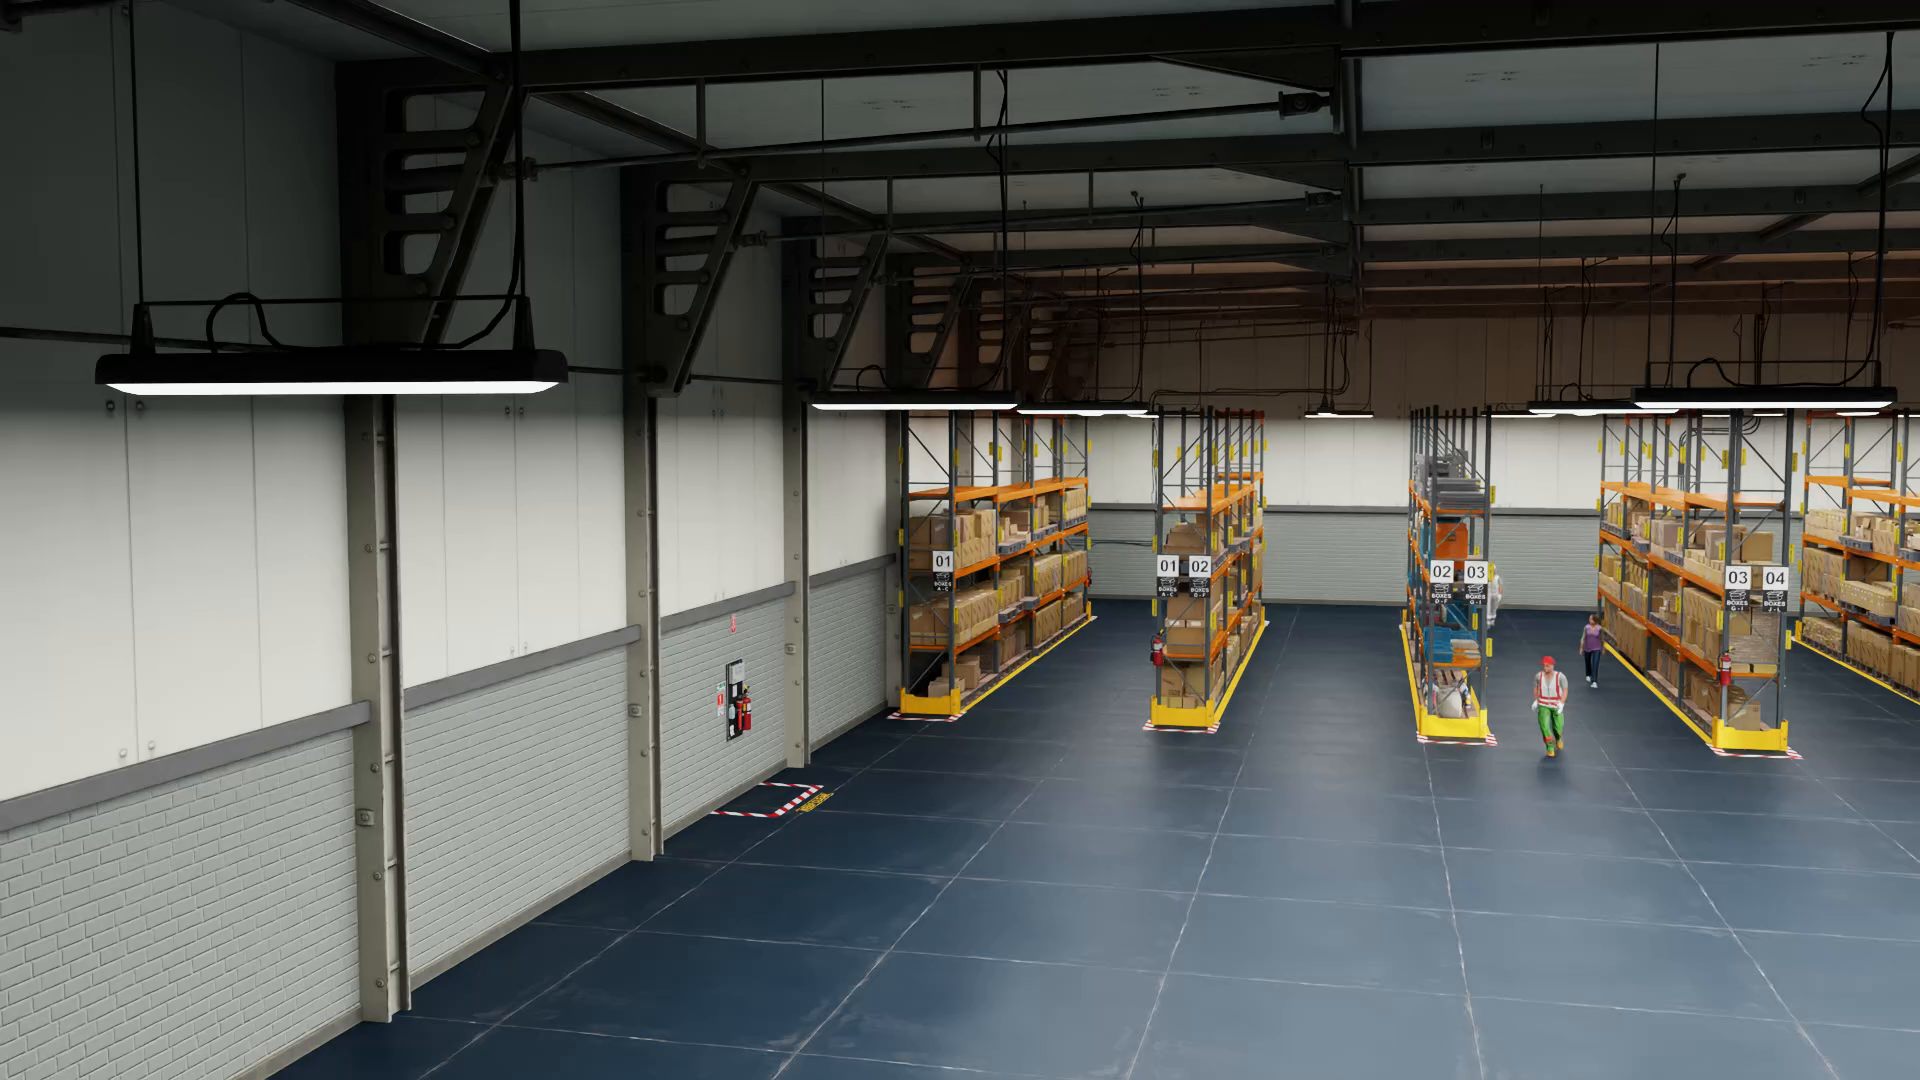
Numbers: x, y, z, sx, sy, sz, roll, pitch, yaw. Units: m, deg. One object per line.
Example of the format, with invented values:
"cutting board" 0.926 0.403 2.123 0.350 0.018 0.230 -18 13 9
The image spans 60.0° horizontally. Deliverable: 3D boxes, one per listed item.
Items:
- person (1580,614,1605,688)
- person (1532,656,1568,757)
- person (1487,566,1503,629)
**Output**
"person" 13.647 2.363 35.866 0.506 1.536 1.008 2 4 23
"person" 10.141 2.828 28.587 0.592 1.698 0.796 2 5 28
"person" 14.628 1.548 45.698 0.552 1.721 1.050 1 4 10
